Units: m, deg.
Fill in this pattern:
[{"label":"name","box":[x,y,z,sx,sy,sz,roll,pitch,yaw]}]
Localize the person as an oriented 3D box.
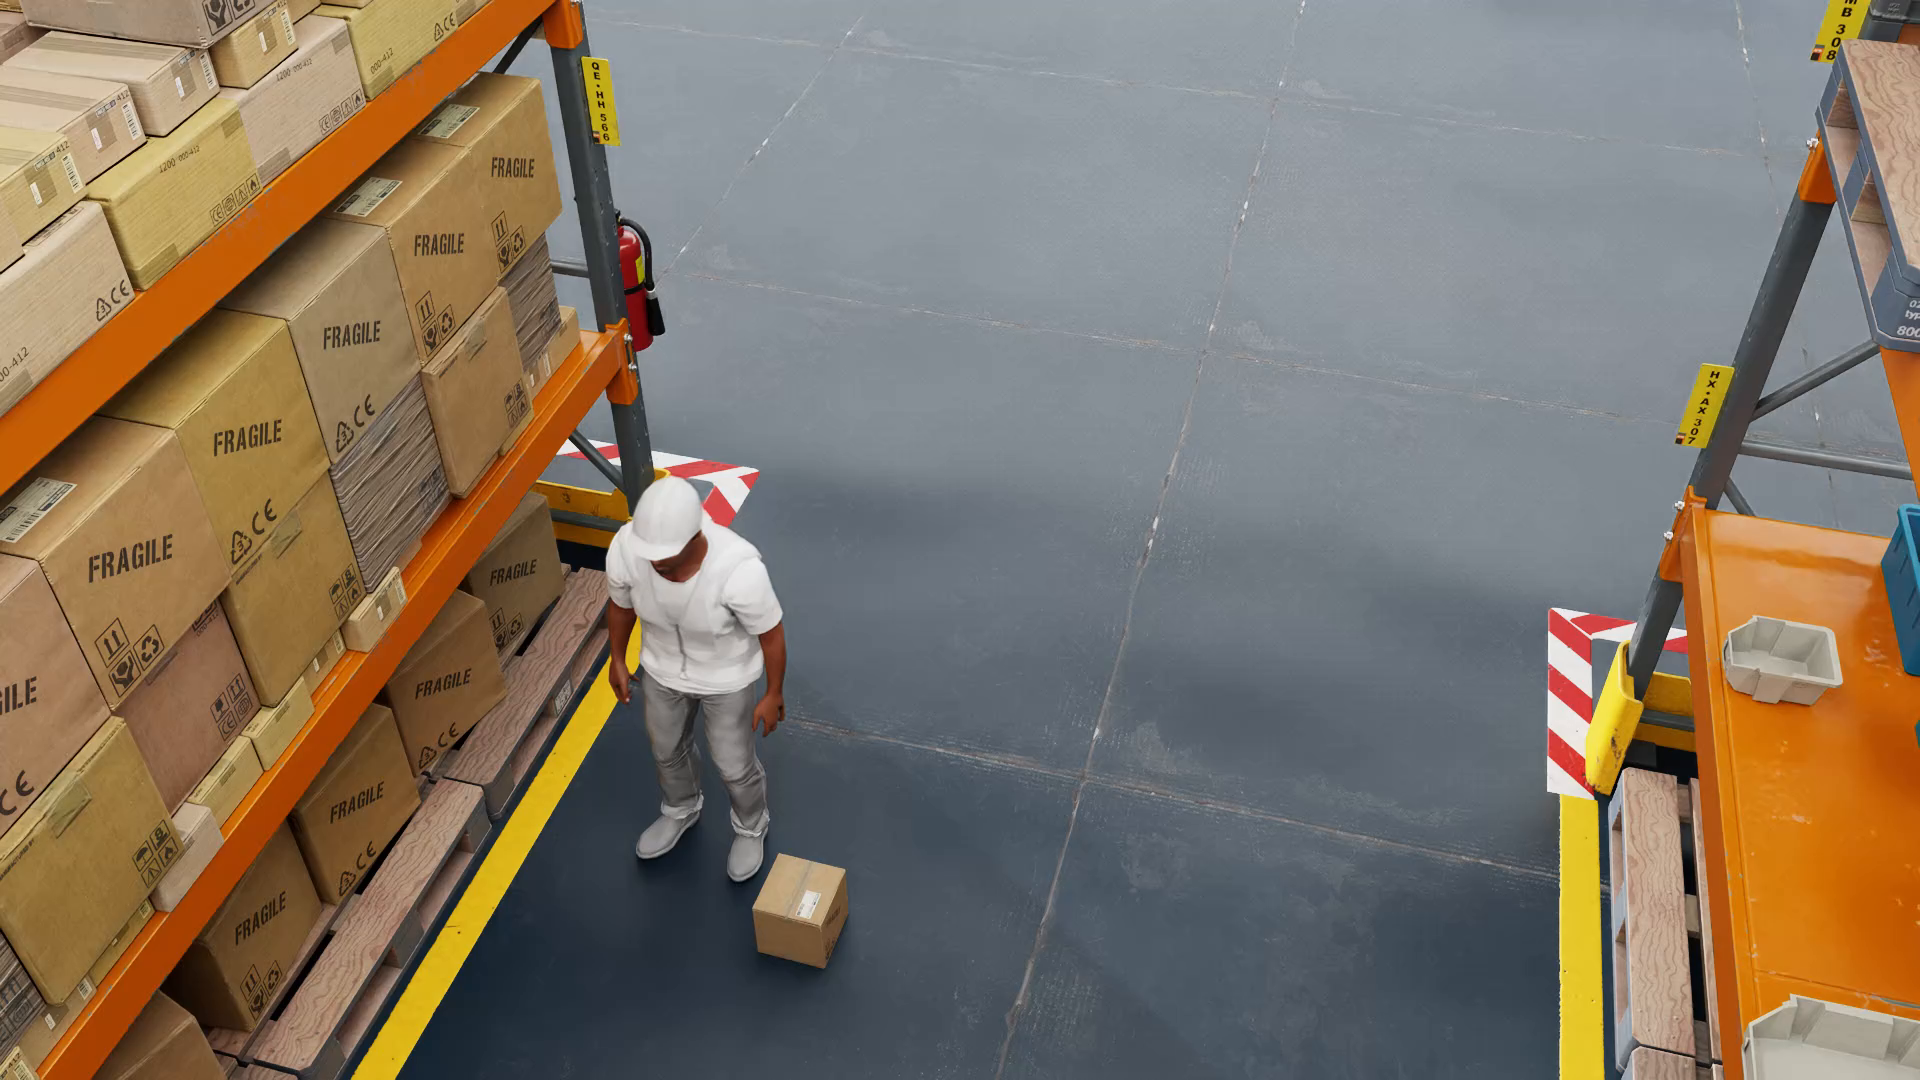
[{"label":"person","box":[-0.891,0.462,5.609,0.636,1.760,0.462,12,42,13]}]
